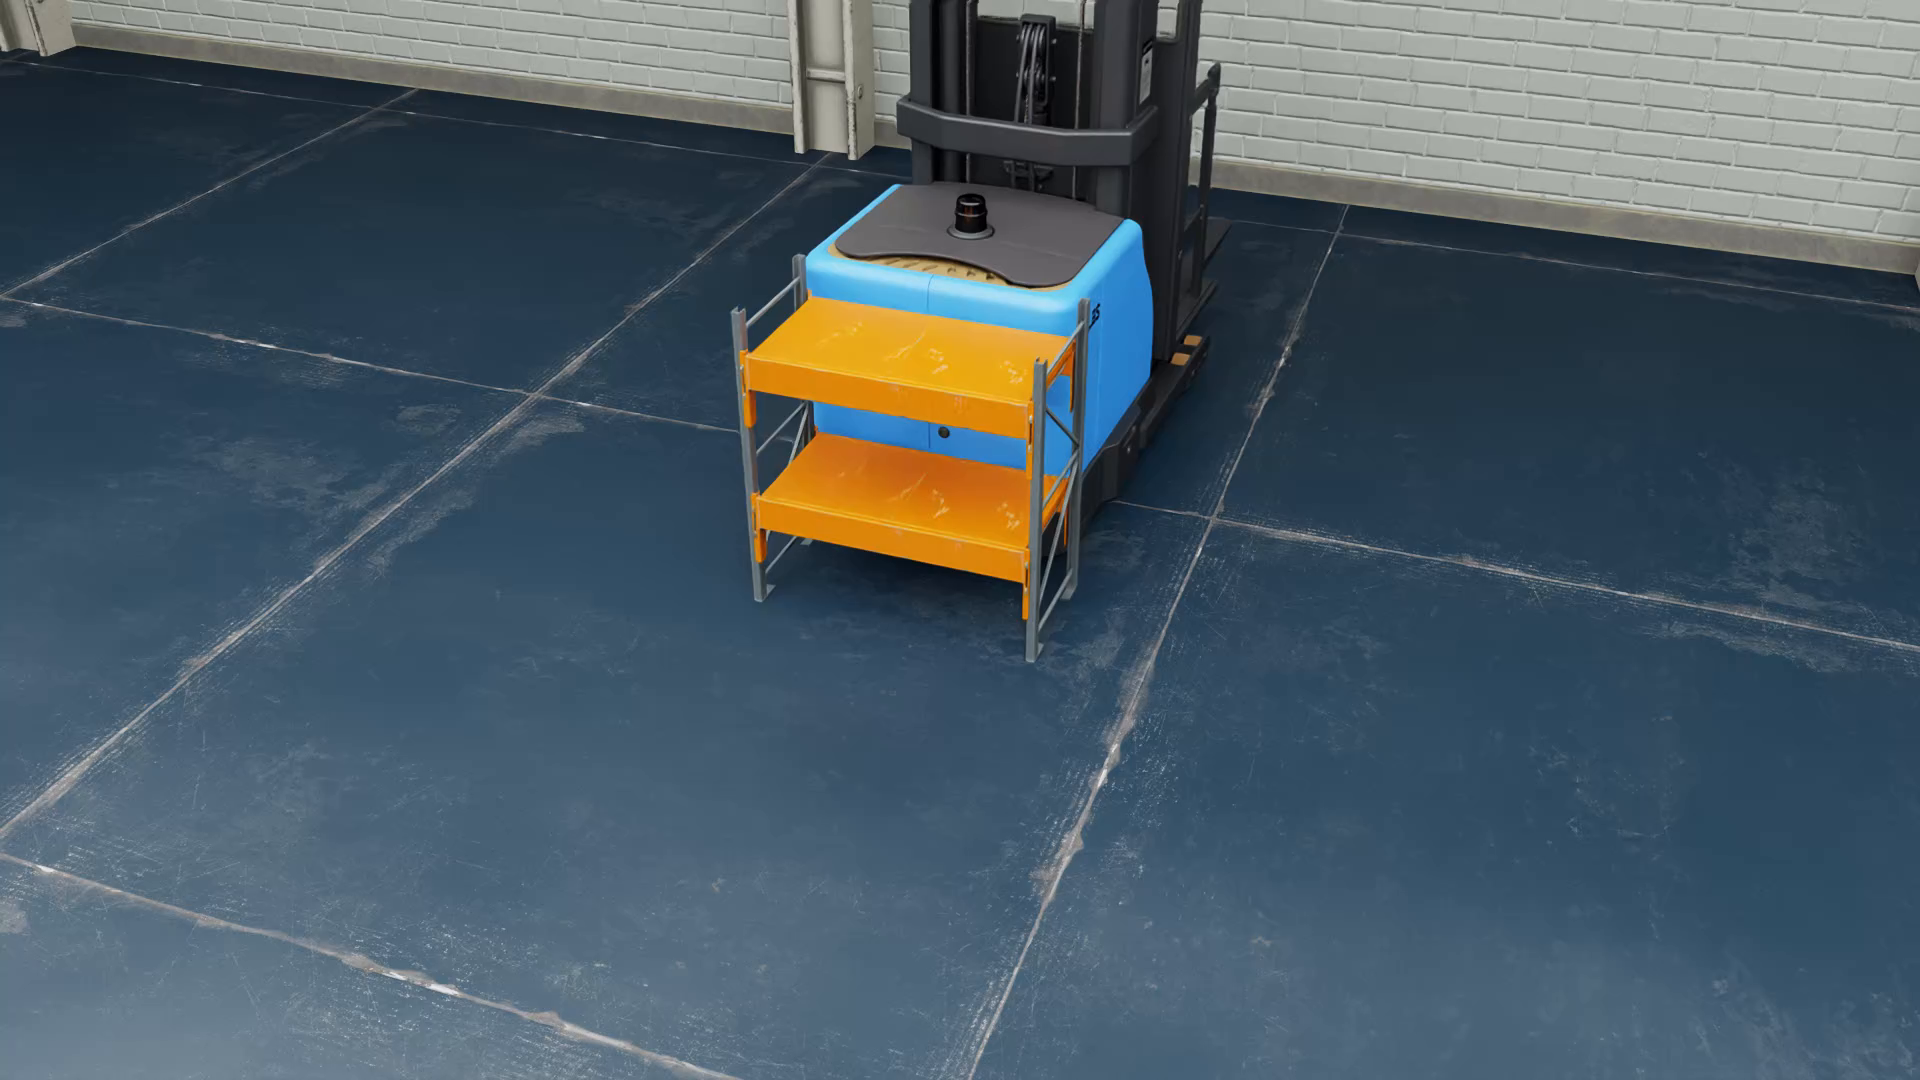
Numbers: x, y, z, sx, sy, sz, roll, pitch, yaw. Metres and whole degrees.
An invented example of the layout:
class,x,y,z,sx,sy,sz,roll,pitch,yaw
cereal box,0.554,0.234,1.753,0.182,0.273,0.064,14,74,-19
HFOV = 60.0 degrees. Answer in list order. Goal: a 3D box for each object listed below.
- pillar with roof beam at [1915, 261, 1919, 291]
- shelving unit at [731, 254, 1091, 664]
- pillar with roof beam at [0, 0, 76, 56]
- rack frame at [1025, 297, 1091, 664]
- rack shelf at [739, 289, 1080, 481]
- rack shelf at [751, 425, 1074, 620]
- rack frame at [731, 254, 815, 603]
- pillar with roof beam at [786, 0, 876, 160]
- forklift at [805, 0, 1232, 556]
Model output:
class,x,y,z,sx,sy,sz,roll,pitch,yaw
pillar with roof beam,3.460,-2.808,2.302,0.400,9.000,9.100,11,34,16
shelving unit,-0.154,-0.282,5.649,1.048,1.125,0.538,11,35,17
pillar with roof beam,-7.836,-5.004,5.703,0.400,9.000,9.100,11,34,16
rack frame,0.322,-0.185,5.500,0.032,1.125,0.500,11,35,17
rack shelf,-0.154,-0.527,5.490,1.000,0.278,0.538,11,35,17
rack shelf,-0.154,-0.076,5.782,1.000,0.278,0.538,11,35,17
rack frame,-0.630,-0.378,5.798,0.032,1.125,0.500,11,35,17
pillar with roof beam,-2.188,-3.906,4.003,0.400,9.000,9.100,11,34,16
forklift,0.467,-1.961,6.585,1.130,2.935,3.031,13,35,19
